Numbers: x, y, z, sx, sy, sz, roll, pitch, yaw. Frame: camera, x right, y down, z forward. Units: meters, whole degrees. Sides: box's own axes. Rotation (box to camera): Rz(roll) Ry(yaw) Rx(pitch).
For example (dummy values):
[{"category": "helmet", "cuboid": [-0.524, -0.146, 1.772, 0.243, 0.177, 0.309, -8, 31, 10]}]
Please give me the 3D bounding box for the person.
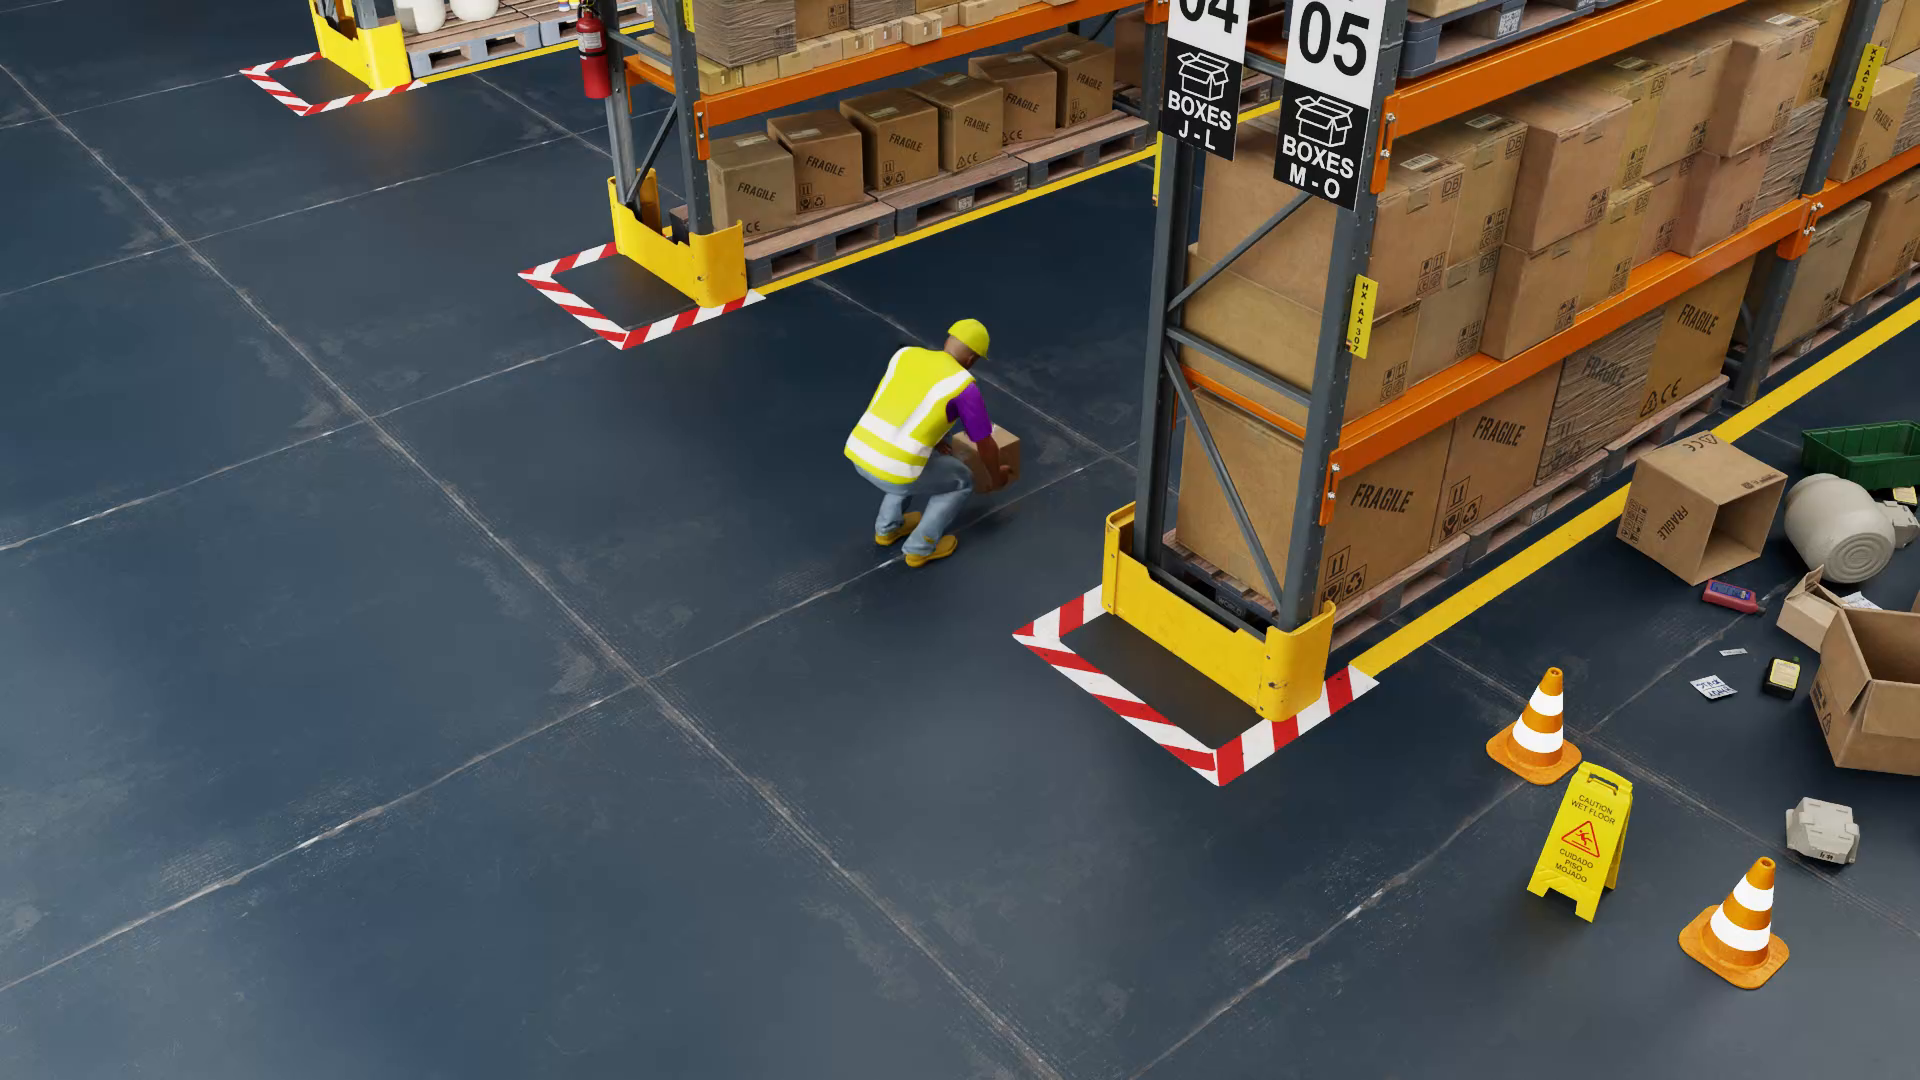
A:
[{"category": "person", "cuboid": [-0.189, -0.493, 8.291, 0.857, 1.133, 0.607, -26, 43, -32]}]
